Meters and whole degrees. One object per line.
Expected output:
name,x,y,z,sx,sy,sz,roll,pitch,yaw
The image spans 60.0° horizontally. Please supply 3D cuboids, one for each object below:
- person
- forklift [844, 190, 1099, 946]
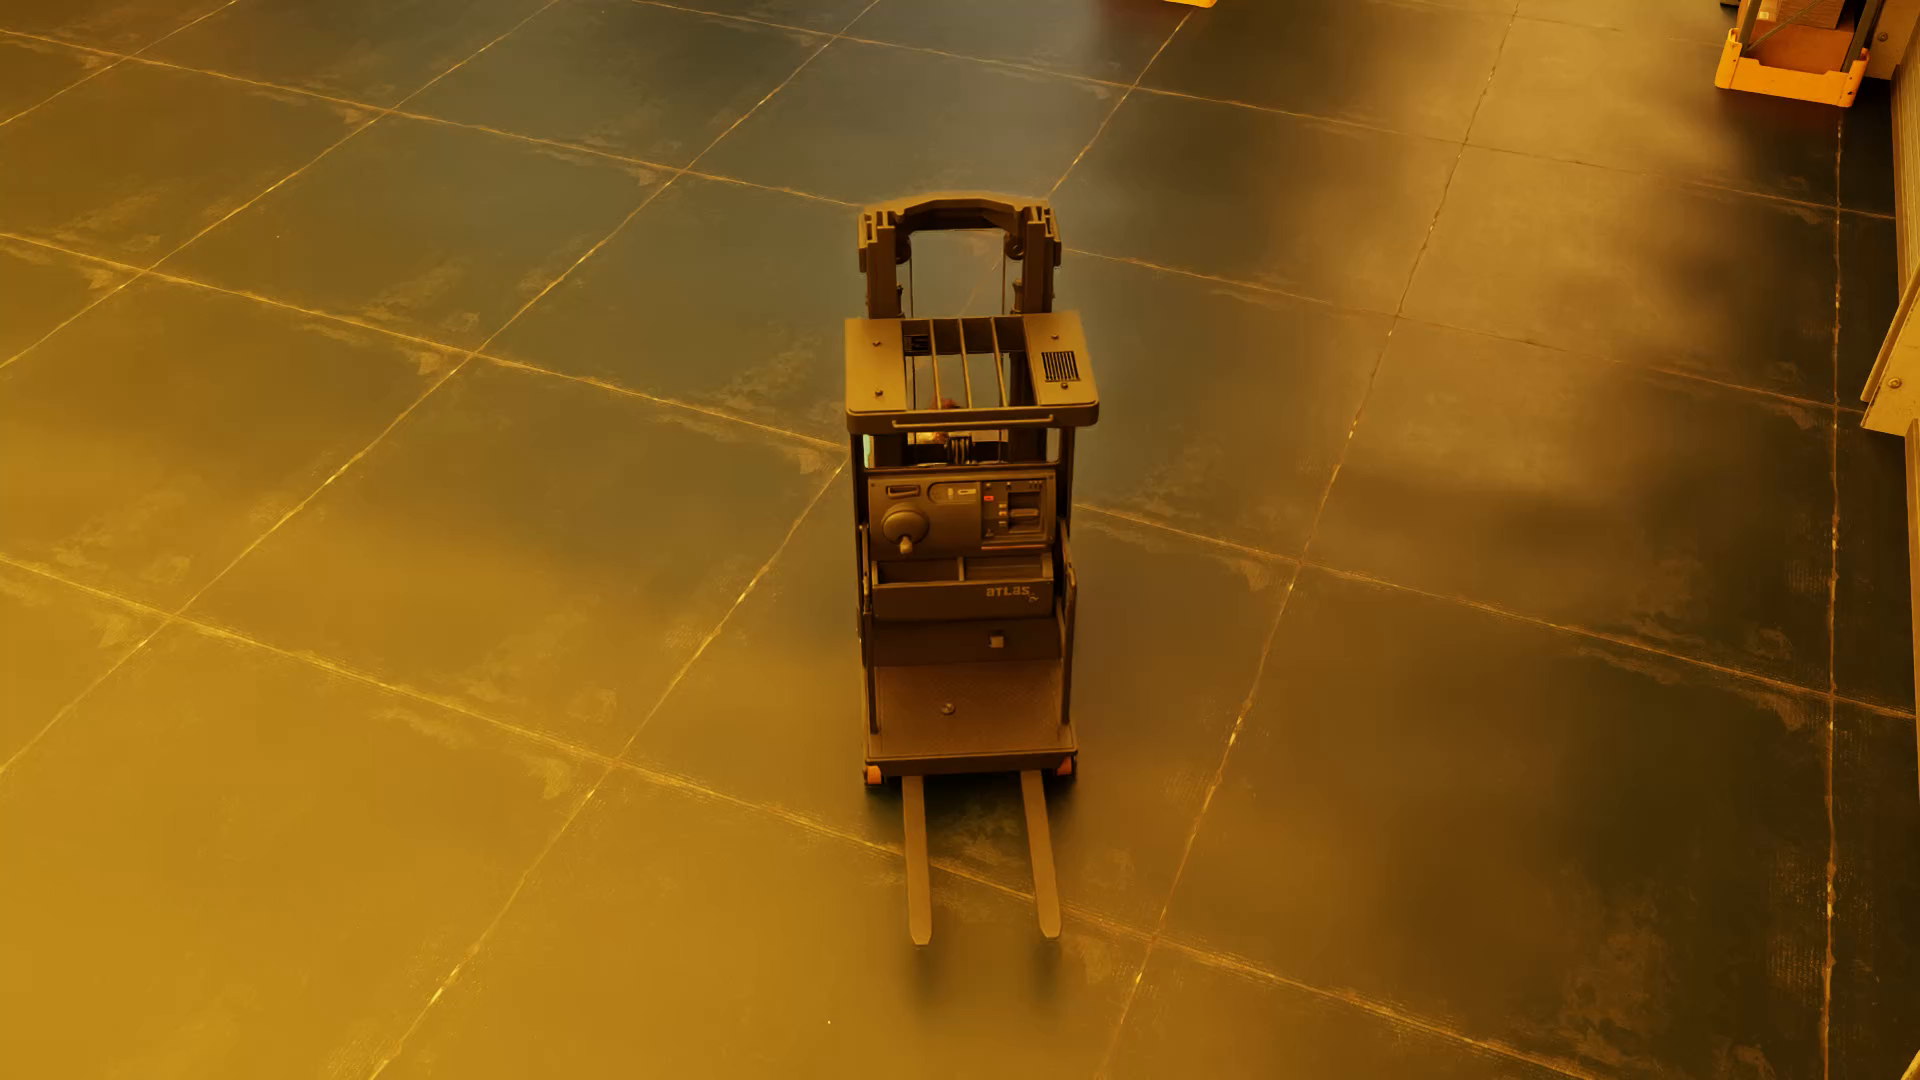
person,-0.179,-0.056,9.119,0.756,1.601,0.641,-30,48,-31
forklift,0.029,-0.059,8.077,1.130,2.935,3.031,-2,40,-3
